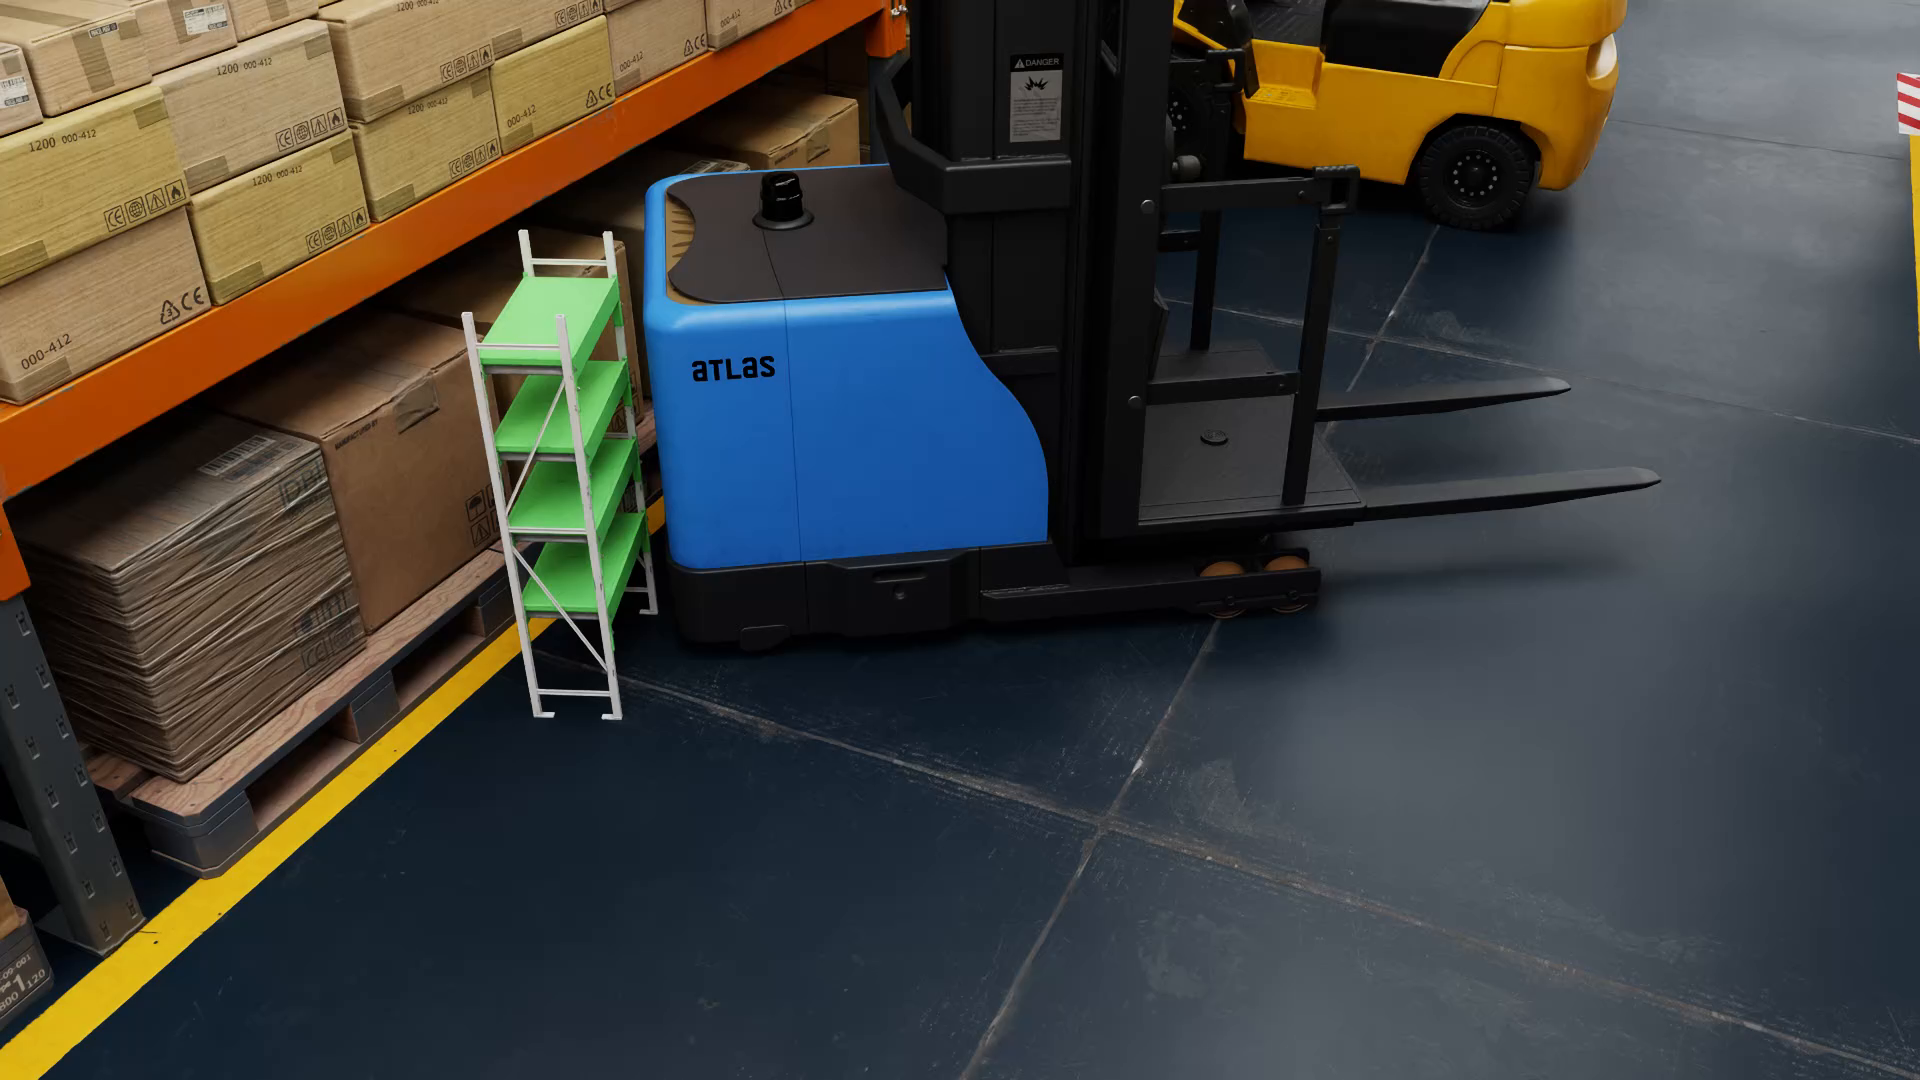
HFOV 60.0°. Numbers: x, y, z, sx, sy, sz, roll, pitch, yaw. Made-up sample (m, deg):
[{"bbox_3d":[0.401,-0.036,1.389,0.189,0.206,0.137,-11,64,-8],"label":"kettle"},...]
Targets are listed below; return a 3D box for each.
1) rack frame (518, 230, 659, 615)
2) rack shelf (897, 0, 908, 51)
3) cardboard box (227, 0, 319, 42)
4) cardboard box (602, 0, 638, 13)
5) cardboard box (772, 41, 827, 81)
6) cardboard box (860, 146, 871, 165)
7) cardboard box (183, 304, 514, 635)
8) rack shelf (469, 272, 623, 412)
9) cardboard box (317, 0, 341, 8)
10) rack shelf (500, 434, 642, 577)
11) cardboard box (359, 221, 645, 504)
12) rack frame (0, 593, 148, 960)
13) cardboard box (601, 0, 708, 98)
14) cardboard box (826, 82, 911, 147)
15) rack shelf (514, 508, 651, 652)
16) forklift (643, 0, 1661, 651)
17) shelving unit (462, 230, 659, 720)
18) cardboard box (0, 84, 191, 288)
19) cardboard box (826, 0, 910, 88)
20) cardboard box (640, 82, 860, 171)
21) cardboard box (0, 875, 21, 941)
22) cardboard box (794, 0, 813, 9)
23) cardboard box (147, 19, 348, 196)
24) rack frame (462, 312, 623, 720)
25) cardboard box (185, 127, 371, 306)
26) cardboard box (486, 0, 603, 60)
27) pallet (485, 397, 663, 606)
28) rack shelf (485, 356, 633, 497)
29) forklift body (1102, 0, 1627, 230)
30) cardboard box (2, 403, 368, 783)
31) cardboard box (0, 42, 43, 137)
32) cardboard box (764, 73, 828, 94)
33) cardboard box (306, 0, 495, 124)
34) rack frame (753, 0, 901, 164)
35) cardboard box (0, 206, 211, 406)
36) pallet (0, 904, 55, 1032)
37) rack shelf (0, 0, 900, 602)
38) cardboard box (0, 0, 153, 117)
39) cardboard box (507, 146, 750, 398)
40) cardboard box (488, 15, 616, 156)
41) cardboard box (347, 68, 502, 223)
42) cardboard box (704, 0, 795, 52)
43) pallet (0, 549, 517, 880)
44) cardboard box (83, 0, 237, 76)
[{"bbox_3d":[-1.013,-0.289,4.596,0.240,1.200,0.015,2,33,2],"label":"rack frame"},{"bbox_3d":[0.133,-3.131,7.945,1.077,0.370,4.000,14,36,20],"label":"rack shelf"},{"bbox_3d":[-1.684,-1.248,3.735,0.380,0.149,0.250,15,36,21],"label":"cardboard box"},{"bbox_3d":[-1.105,-1.768,4.891,0.500,0.250,0.500,15,36,21],"label":"cardboard box"},{"bbox_3d":[-0.674,-2.169,7.035,0.500,0.250,0.500,15,36,21],"label":"cardboard box"},{"bbox_3d":[-0.201,-1.626,7.119,0.500,0.250,0.500,15,36,21],"label":"cardboard box"},{"bbox_3d":[-1.838,-0.261,4.695,0.875,0.625,0.625,15,36,22],"label":"cardboard box"},{"bbox_3d":[-1.025,-0.503,4.164,0.258,0.148,0.480,2,33,2],"label":"rack shelf"},{"bbox_3d":[-1.606,-1.380,3.936,0.380,0.149,0.250,15,36,21],"label":"cardboard box"},{"bbox_3d":[-1.025,-0.101,4.427,0.258,0.148,0.480,2,33,2],"label":"rack shelf"},{"bbox_3d":[-1.556,-0.596,5.206,0.875,0.625,0.625,13,35,19],"label":"cardboard box"},{"bbox_3d":[-2.377,-0.443,3.191,1.000,3.000,0.127,14,36,20],"label":"rack frame"},{"bbox_3d":[-1.118,-1.570,5.045,0.500,0.250,0.500,14,36,21],"label":"cardboard box"},{"bbox_3d":[-0.221,-1.840,6.990,0.500,0.250,0.500,14,36,20],"label":"cardboard box"},{"bbox_3d":[-1.025,0.099,4.559,0.258,0.148,0.480,2,33,2],"label":"rack shelf"},{"bbox_3d":[0.616,-1.277,4.525,3.031,2.935,1.130,-5,34,-7],"label":"forklift"},{"bbox_3d":[-1.025,-0.155,4.392,0.258,1.200,0.503,2,33,2],"label":"shelving unit"},{"bbox_3d":[-1.947,-0.749,3.337,0.500,0.250,0.500,14,36,20],"label":"cardboard box"},{"bbox_3d":[-0.216,-2.048,6.851,0.500,0.250,0.500,14,36,20],"label":"cardboard box"},{"bbox_3d":[-0.912,-1.356,6.365,0.875,0.625,0.625,16,36,23],"label":"cardboard box"},{"bbox_3d":[-2.359,0.686,3.364,0.500,0.500,0.500,15,36,22],"label":"cardboard box"},{"bbox_3d":[-0.677,-2.062,5.796,0.500,0.250,0.500,15,36,22],"label":"cardboard box"},{"bbox_3d":[-1.759,-1.004,3.726,0.500,0.250,0.500,15,36,22],"label":"cardboard box"},{"bbox_3d":[-1.037,-0.021,4.188,0.240,1.200,0.015,2,33,2],"label":"rack frame"},{"bbox_3d":[-1.755,-0.795,3.864,0.500,0.250,0.500,13,36,19],"label":"cardboard box"},{"bbox_3d":[-1.333,-1.520,4.514,0.500,0.250,0.500,15,36,21],"label":"cardboard box"},{"bbox_3d":[-1.486,-0.284,5.490,1.003,0.211,1.213,14,36,20],"label":"pallet"},{"bbox_3d":[-1.025,-0.302,4.295,0.258,0.148,0.480,2,33,2],"label":"rack shelf"},{"bbox_3d":[1.833,-2.710,7.421,2.313,2.155,1.214,14,36,20],"label":"forklift body"},{"bbox_3d":[-2.104,0.067,4.196,0.875,0.625,0.625,15,36,22],"label":"cardboard box"},{"bbox_3d":[-1.976,-0.848,3.124,0.380,0.149,0.250,15,36,22],"label":"cardboard box"},{"bbox_3d":[-0.686,-1.960,7.172,0.500,0.250,0.500,13,36,19],"label":"cardboard box"},{"bbox_3d":[-1.524,-1.260,4.117,0.500,0.250,0.500,13,36,19],"label":"cardboard box"},{"bbox_3d":[-0.704,-2.436,6.229,1.000,3.000,0.127,14,36,20],"label":"rack frame"},{"bbox_3d":[-1.970,-0.546,3.483,0.500,0.250,0.500,14,36,21],"label":"cardboard box"},{"bbox_3d":[-2.724,1.086,3.401,1.003,0.211,1.213,14,36,20],"label":"pallet"},{"bbox_3d":[-1.541,-1.139,4.907,1.077,0.370,4.000,14,36,20],"label":"rack shelf"},{"bbox_3d":[-1.866,-0.981,3.328,0.380,0.149,0.250,15,36,22],"label":"cardboard box"},{"bbox_3d":[-1.244,-0.971,5.778,0.875,0.625,0.625,14,36,20],"label":"cardboard box"},{"bbox_3d":[-1.327,-1.311,4.651,0.500,0.250,0.500,15,36,22],"label":"cardboard box"},{"bbox_3d":[-1.546,-1.053,4.257,0.500,0.250,0.500,13,35,19],"label":"cardboard box"},{"bbox_3d":[-0.882,-1.810,5.412,0.500,0.250,0.500,14,36,20],"label":"cardboard box"},{"bbox_3d":[-1.997,0.322,4.567,1.003,0.211,1.213,14,36,20],"label":"pallet"},{"bbox_3d":[-1.782,-1.115,3.532,0.380,0.149,0.250,15,36,22],"label":"cardboard box"}]
